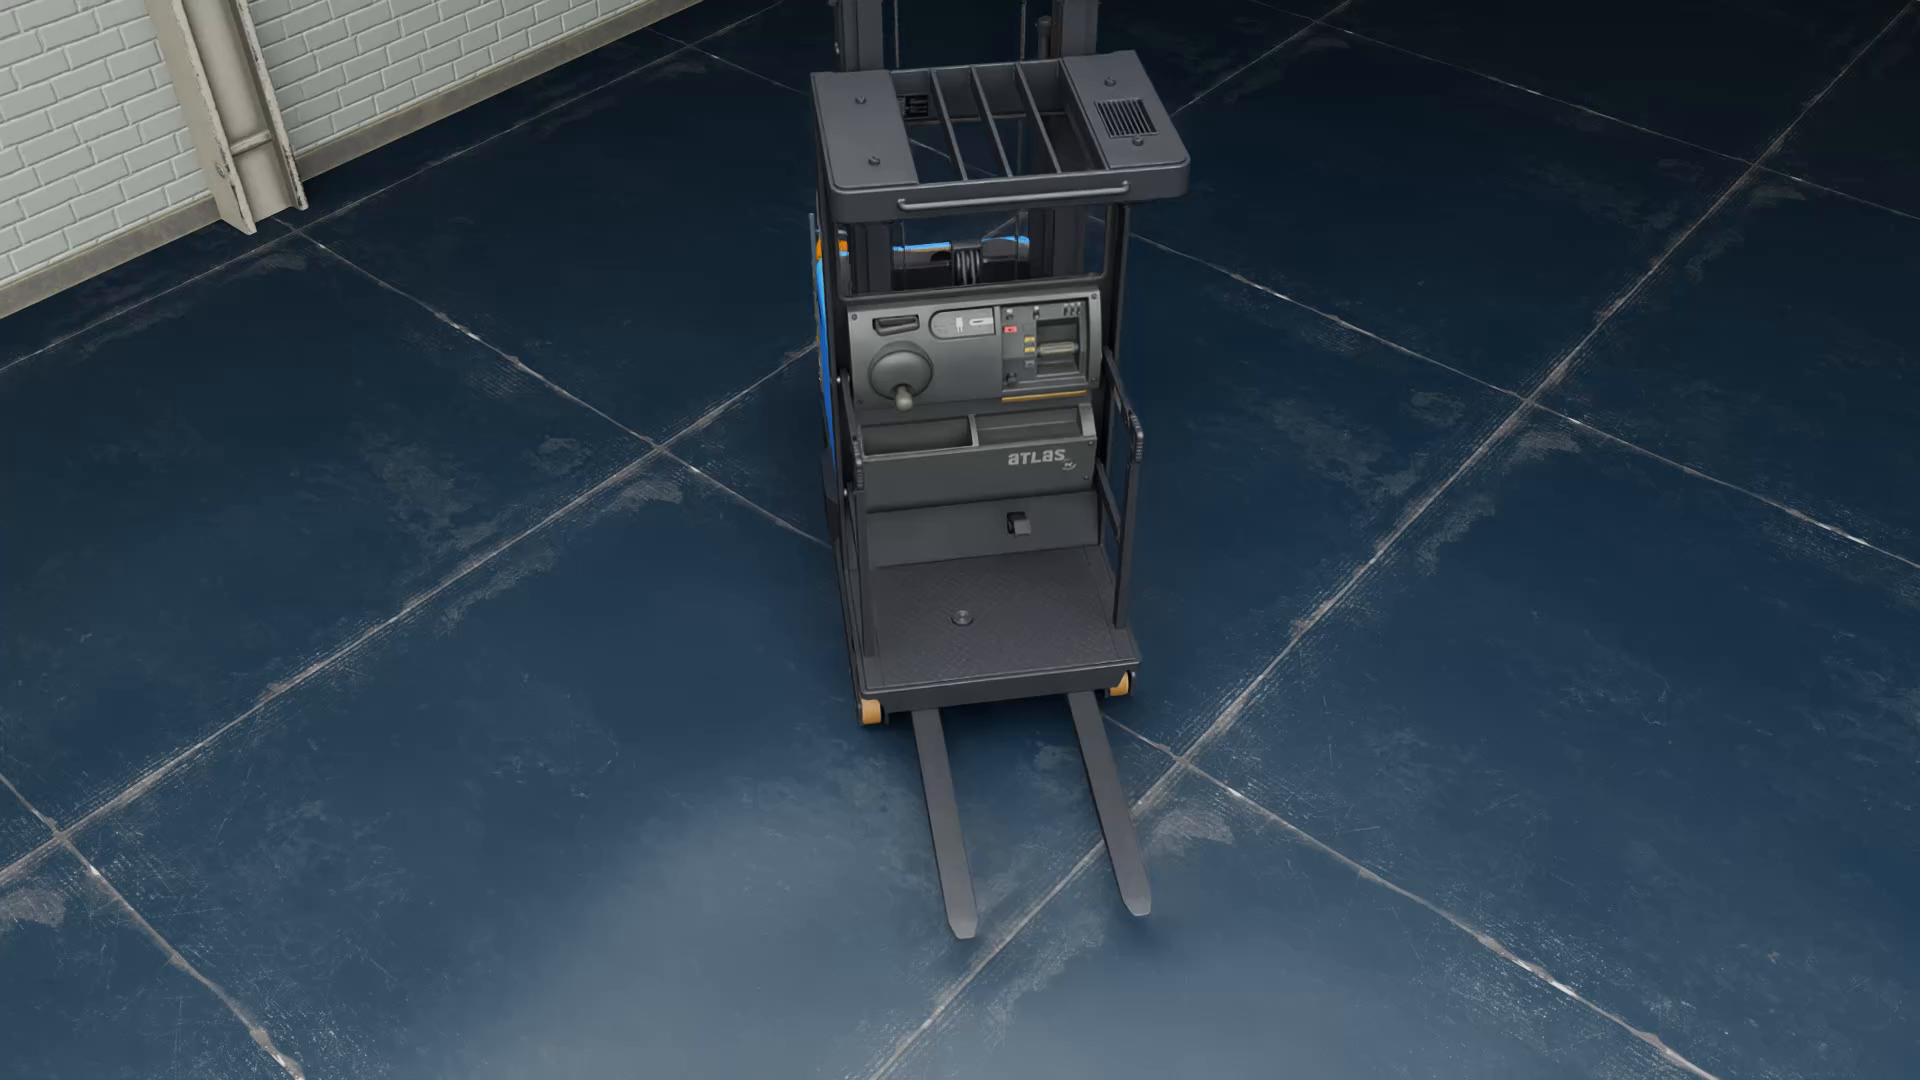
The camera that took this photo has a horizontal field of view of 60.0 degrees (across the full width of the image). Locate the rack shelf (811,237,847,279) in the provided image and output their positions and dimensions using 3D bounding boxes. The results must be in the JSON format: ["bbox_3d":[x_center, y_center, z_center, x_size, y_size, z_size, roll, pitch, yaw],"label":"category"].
[{"bbox_3d":[-0.526,-1.259,7.456,0.258,0.103,0.180,3,42,4],"label":"rack shelf"}]

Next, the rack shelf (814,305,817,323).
[{"bbox_3d":[-0.526,-1.082,7.618,0.258,0.103,0.180,3,42,4],"label":"rack shelf"}]

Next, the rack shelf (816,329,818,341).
[{"bbox_3d":[-0.526,-0.993,7.698,0.258,0.103,0.180,3,42,4],"label":"rack shelf"}]

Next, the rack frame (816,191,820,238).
[{"bbox_3d":[-0.518,-1.087,7.736,0.240,1.200,0.006,3,42,4],"label":"rack frame"}]

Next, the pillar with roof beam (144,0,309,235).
[{"bbox_3d":[-0.678,-3.340,4.417,9.100,9.000,0.400,29,50,28],"label":"pillar with roof beam"}]

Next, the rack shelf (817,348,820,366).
[{"bbox_3d":[-0.526,-0.904,7.779,0.258,0.103,0.180,3,42,4],"label":"rack shelf"}]

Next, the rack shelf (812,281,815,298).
[{"bbox_3d":[-0.526,-1.170,7.537,0.258,0.103,0.180,3,42,4],"label":"rack shelf"}]

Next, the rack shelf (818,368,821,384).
[{"bbox_3d":[-0.526,-0.815,7.860,0.258,0.103,0.180,3,42,4],"label":"rack shelf"}]

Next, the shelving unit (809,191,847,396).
[{"bbox_3d":[-0.526,-1.026,7.669,0.258,1.200,0.189,3,42,4],"label":"shelving unit"}]

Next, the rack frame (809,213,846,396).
[{"bbox_3d":[-0.534,-0.964,7.601,0.240,1.200,0.006,3,42,4],"label":"rack frame"}]

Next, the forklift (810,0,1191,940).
[{"bbox_3d":[0.093,-0.611,5.926,1.130,2.935,3.031,-6,43,-6],"label":"forklift"}]
